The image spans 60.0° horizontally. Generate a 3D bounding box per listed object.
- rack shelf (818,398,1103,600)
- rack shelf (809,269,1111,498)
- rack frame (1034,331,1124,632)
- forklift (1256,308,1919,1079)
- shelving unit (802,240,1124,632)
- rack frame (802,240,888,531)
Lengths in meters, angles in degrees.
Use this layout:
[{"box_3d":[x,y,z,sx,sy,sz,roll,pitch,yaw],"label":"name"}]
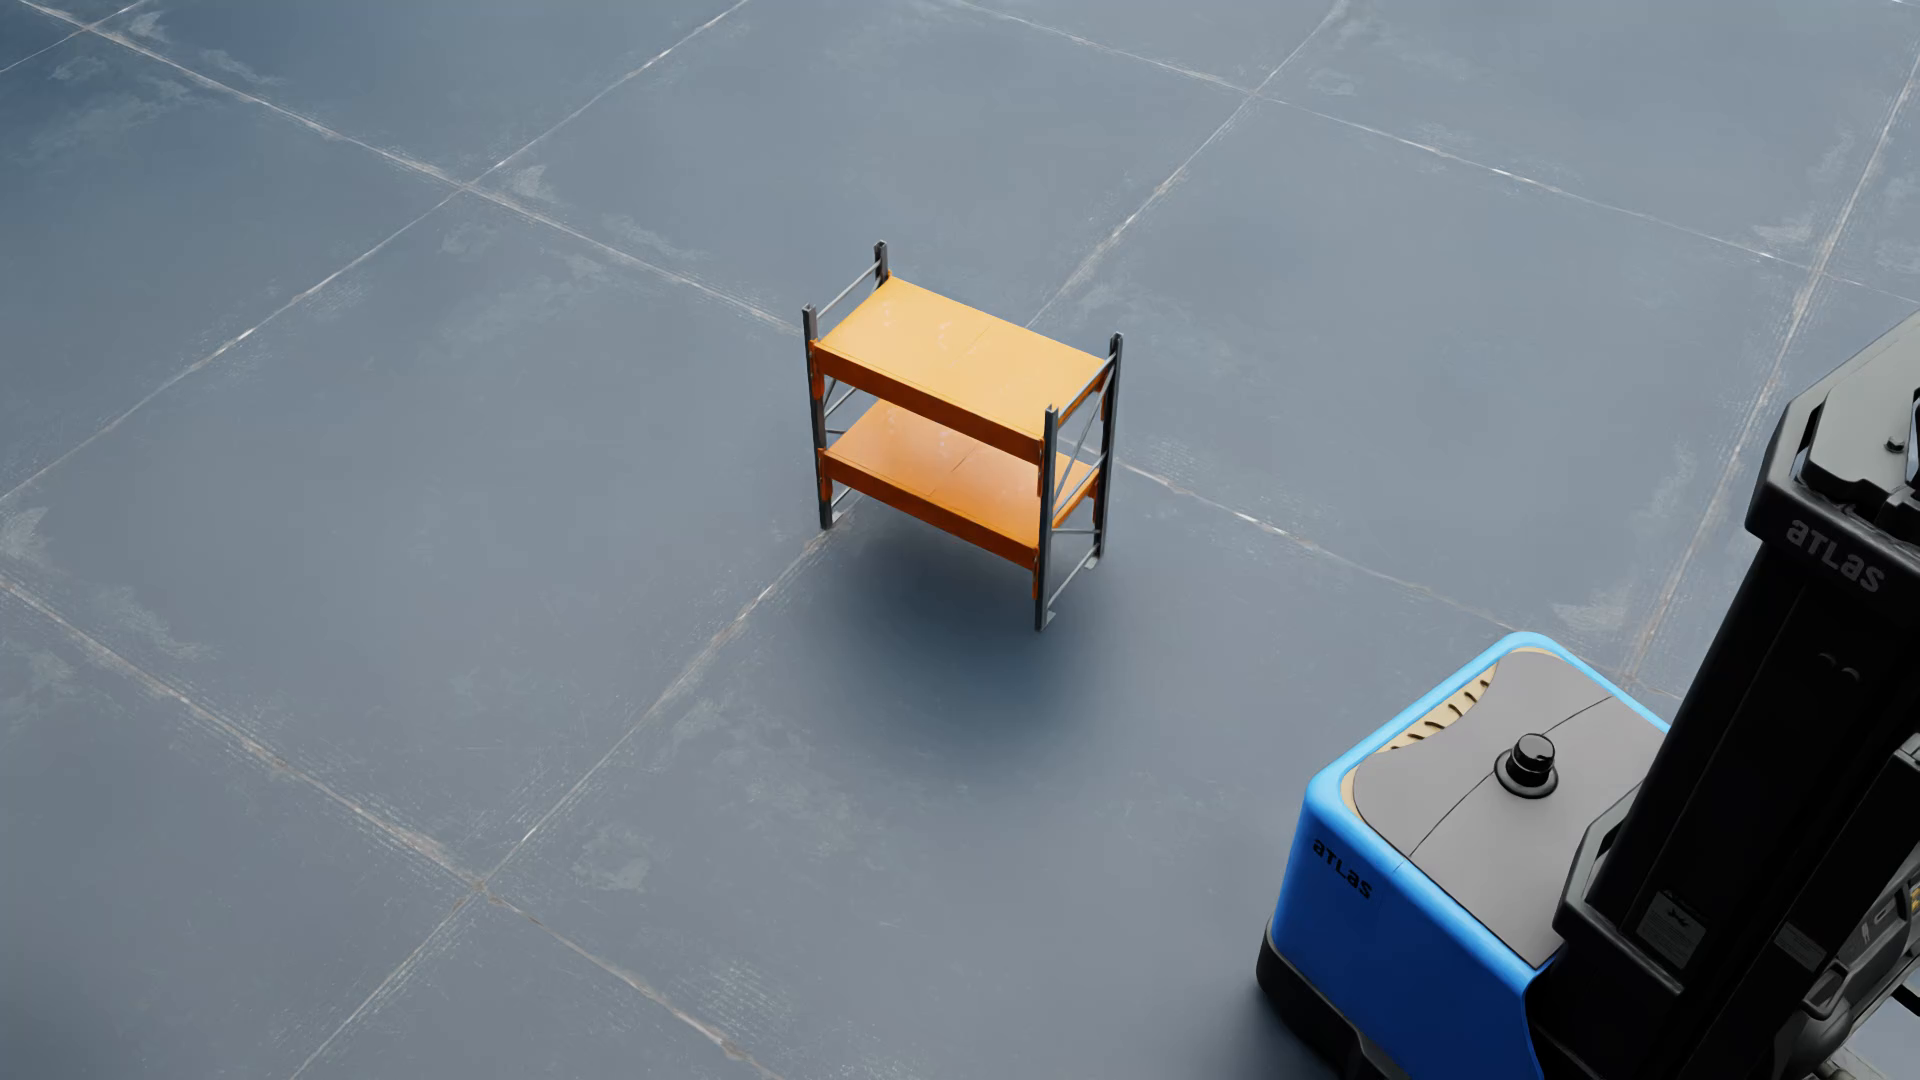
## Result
[{"box_3d":[0.006,-0.219,6.519,1.000,0.278,0.538,25,51,22],"label":"rack shelf"},{"box_3d":[0.006,-0.593,6.134,1.000,0.278,0.538,25,51,22],"label":"rack shelf"},{"box_3d":[0.434,-0.193,6.153,0.032,1.125,0.500,25,51,22],"label":"rack frame"},{"box_3d":[2.252,1.021,3.714,1.130,2.935,3.031,-30,53,-26],"label":"forklift"},{"box_3d":[0.006,-0.389,6.344,1.048,1.125,0.538,25,51,22],"label":"shelving unit"},{"box_3d":[-0.422,-0.586,6.535,0.032,1.125,0.500,25,51,22],"label":"rack frame"}]
